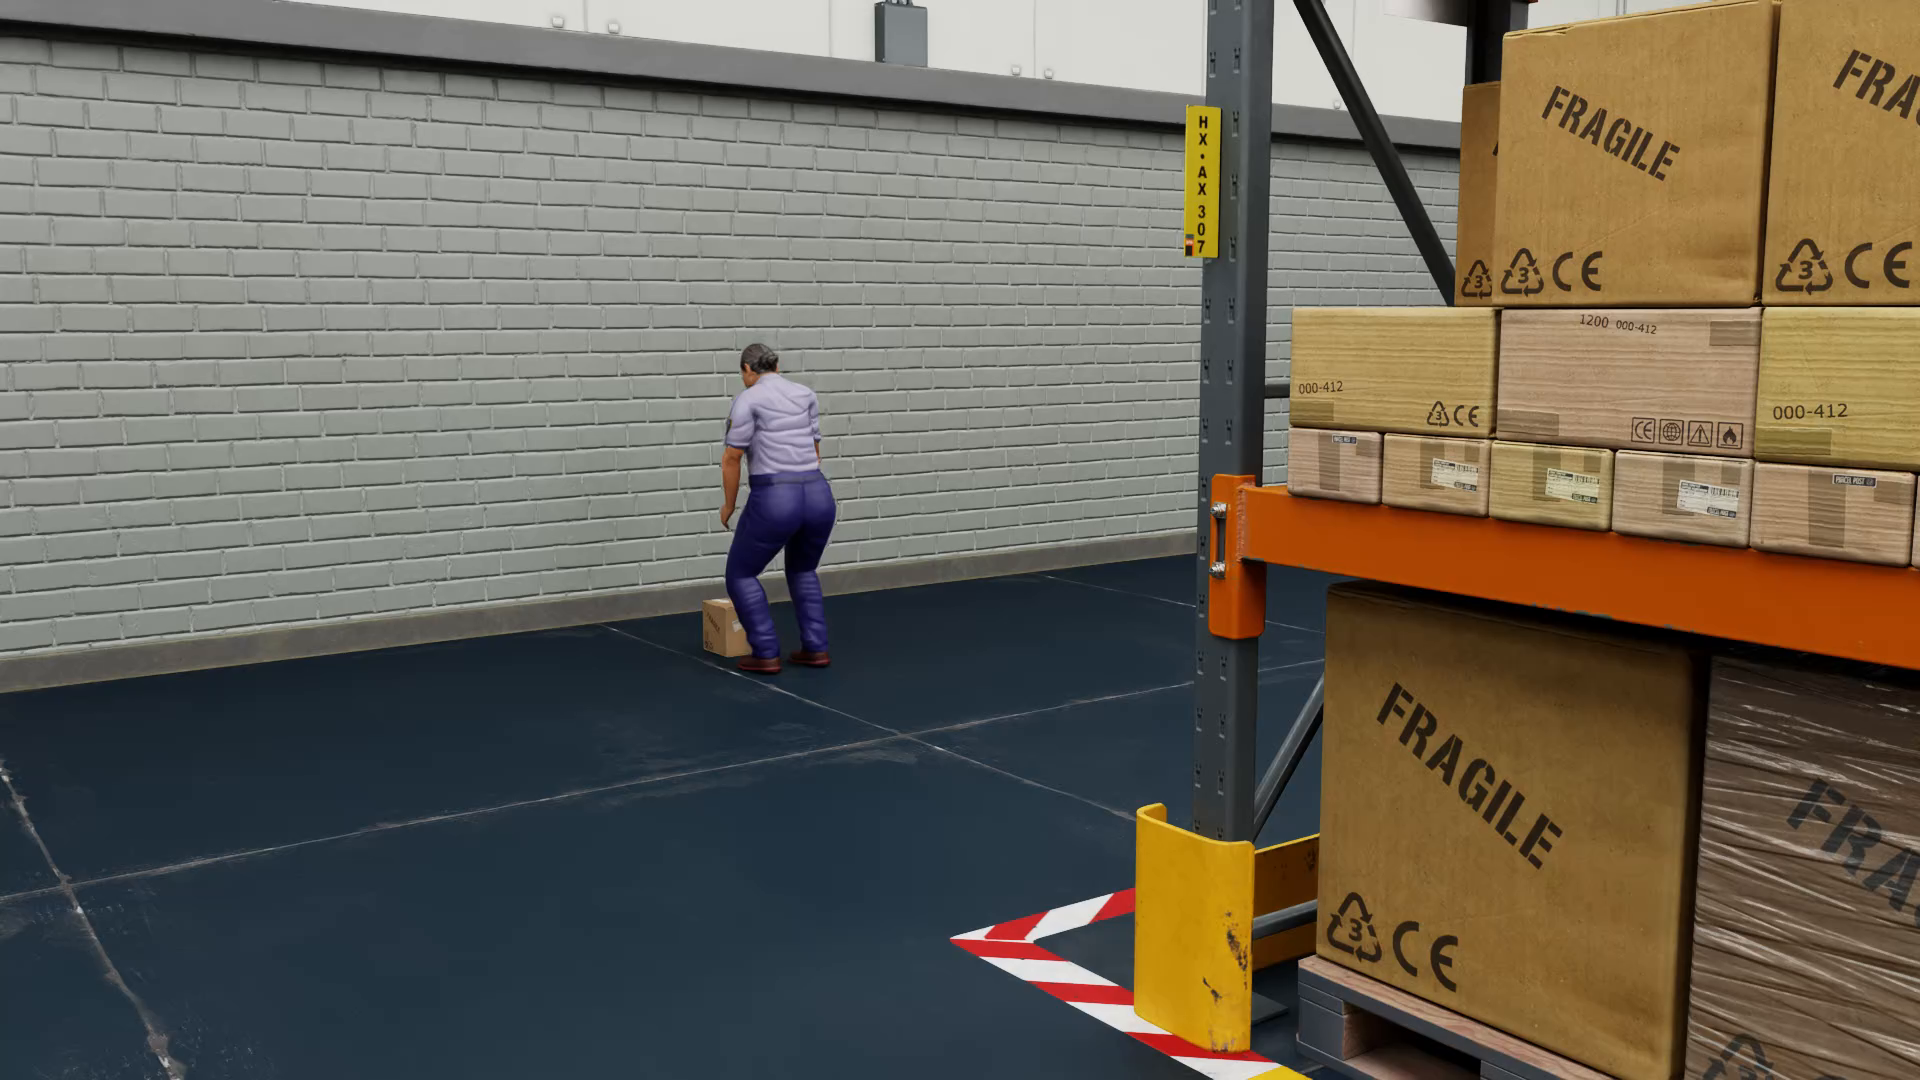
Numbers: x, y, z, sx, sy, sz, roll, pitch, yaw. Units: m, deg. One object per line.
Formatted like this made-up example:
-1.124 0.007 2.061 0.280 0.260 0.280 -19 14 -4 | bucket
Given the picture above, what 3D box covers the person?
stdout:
-0.867 -0.147 7.846 0.515 1.546 0.485 -5 10 -35 | person
